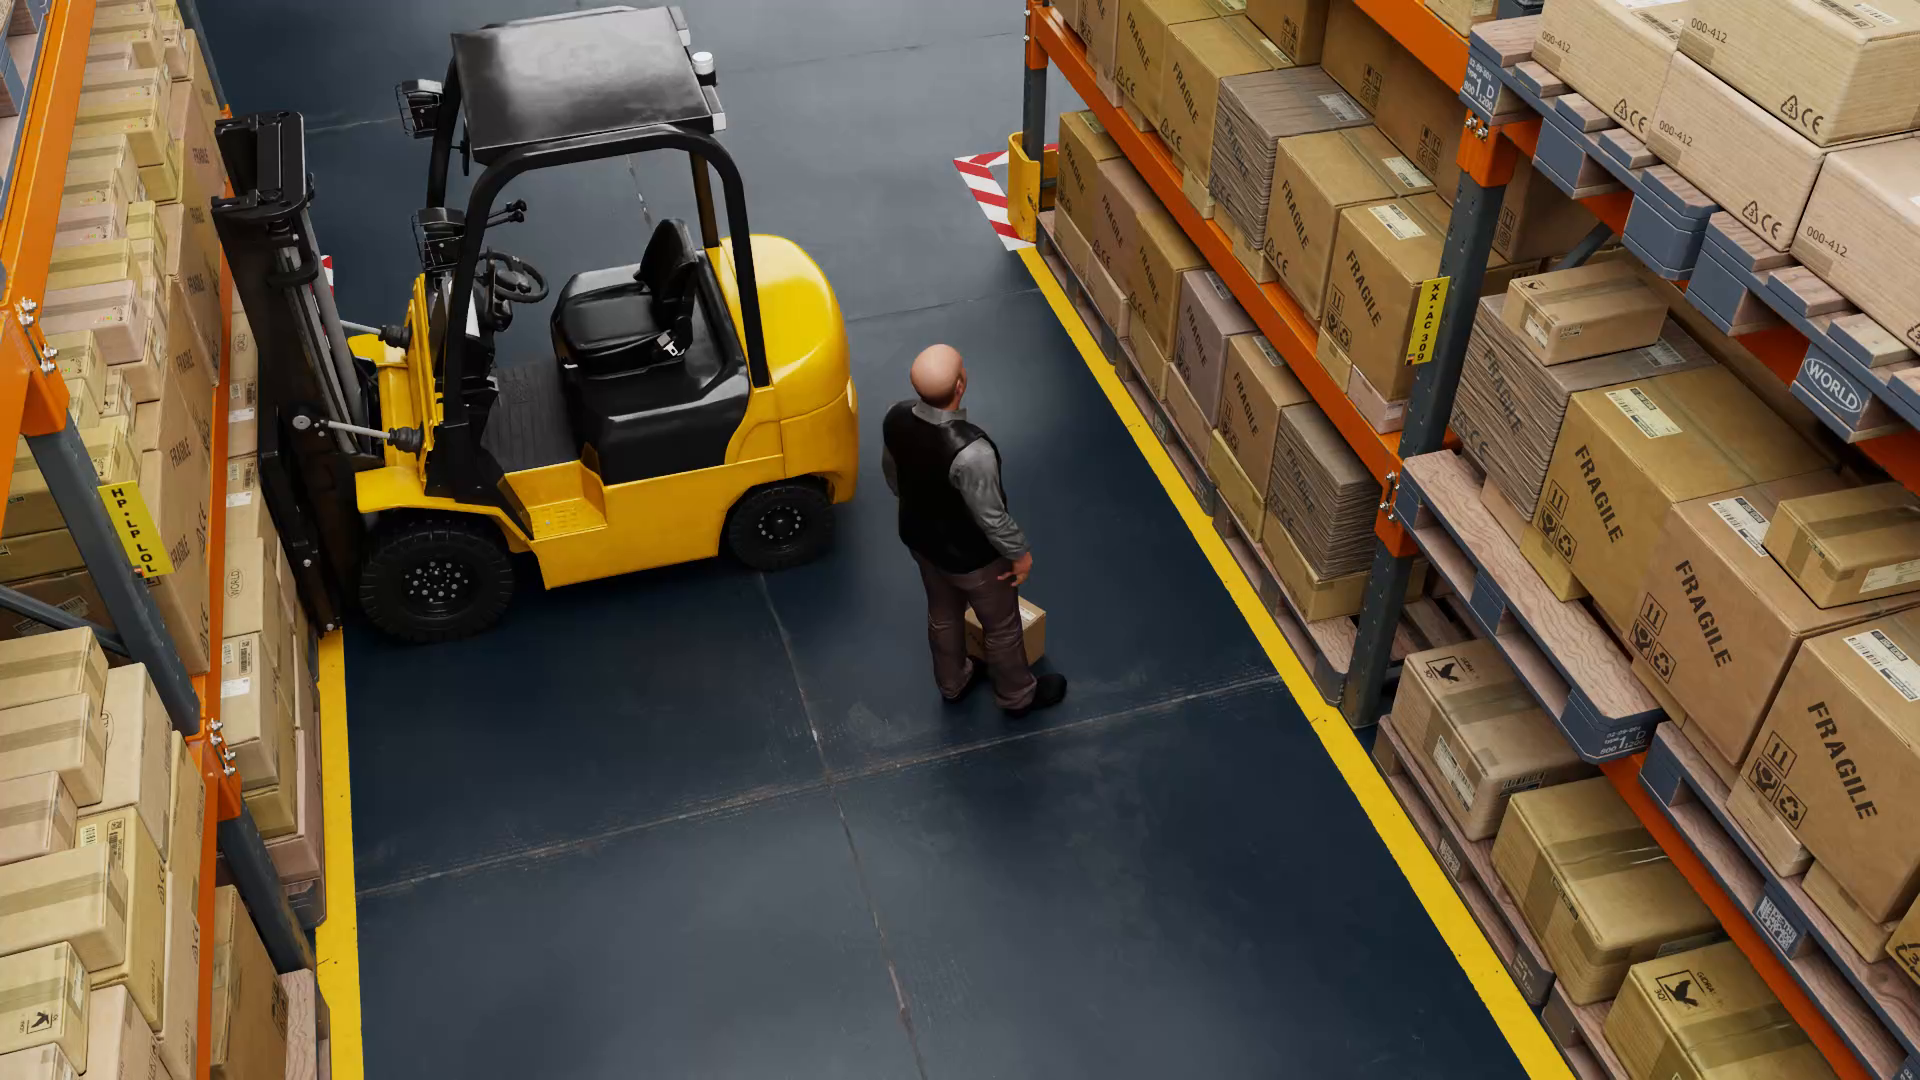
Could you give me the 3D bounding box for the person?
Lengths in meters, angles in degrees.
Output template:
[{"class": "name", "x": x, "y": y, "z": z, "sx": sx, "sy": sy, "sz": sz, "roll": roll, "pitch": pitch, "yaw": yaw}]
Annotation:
[{"class": "person", "x": 0.042, "y": -0.037, "z": 6.206, "sx": 0.634, "sy": 1.723, "sz": 0.565, "roll": 32, "pitch": 51, "yaw": 31}]
